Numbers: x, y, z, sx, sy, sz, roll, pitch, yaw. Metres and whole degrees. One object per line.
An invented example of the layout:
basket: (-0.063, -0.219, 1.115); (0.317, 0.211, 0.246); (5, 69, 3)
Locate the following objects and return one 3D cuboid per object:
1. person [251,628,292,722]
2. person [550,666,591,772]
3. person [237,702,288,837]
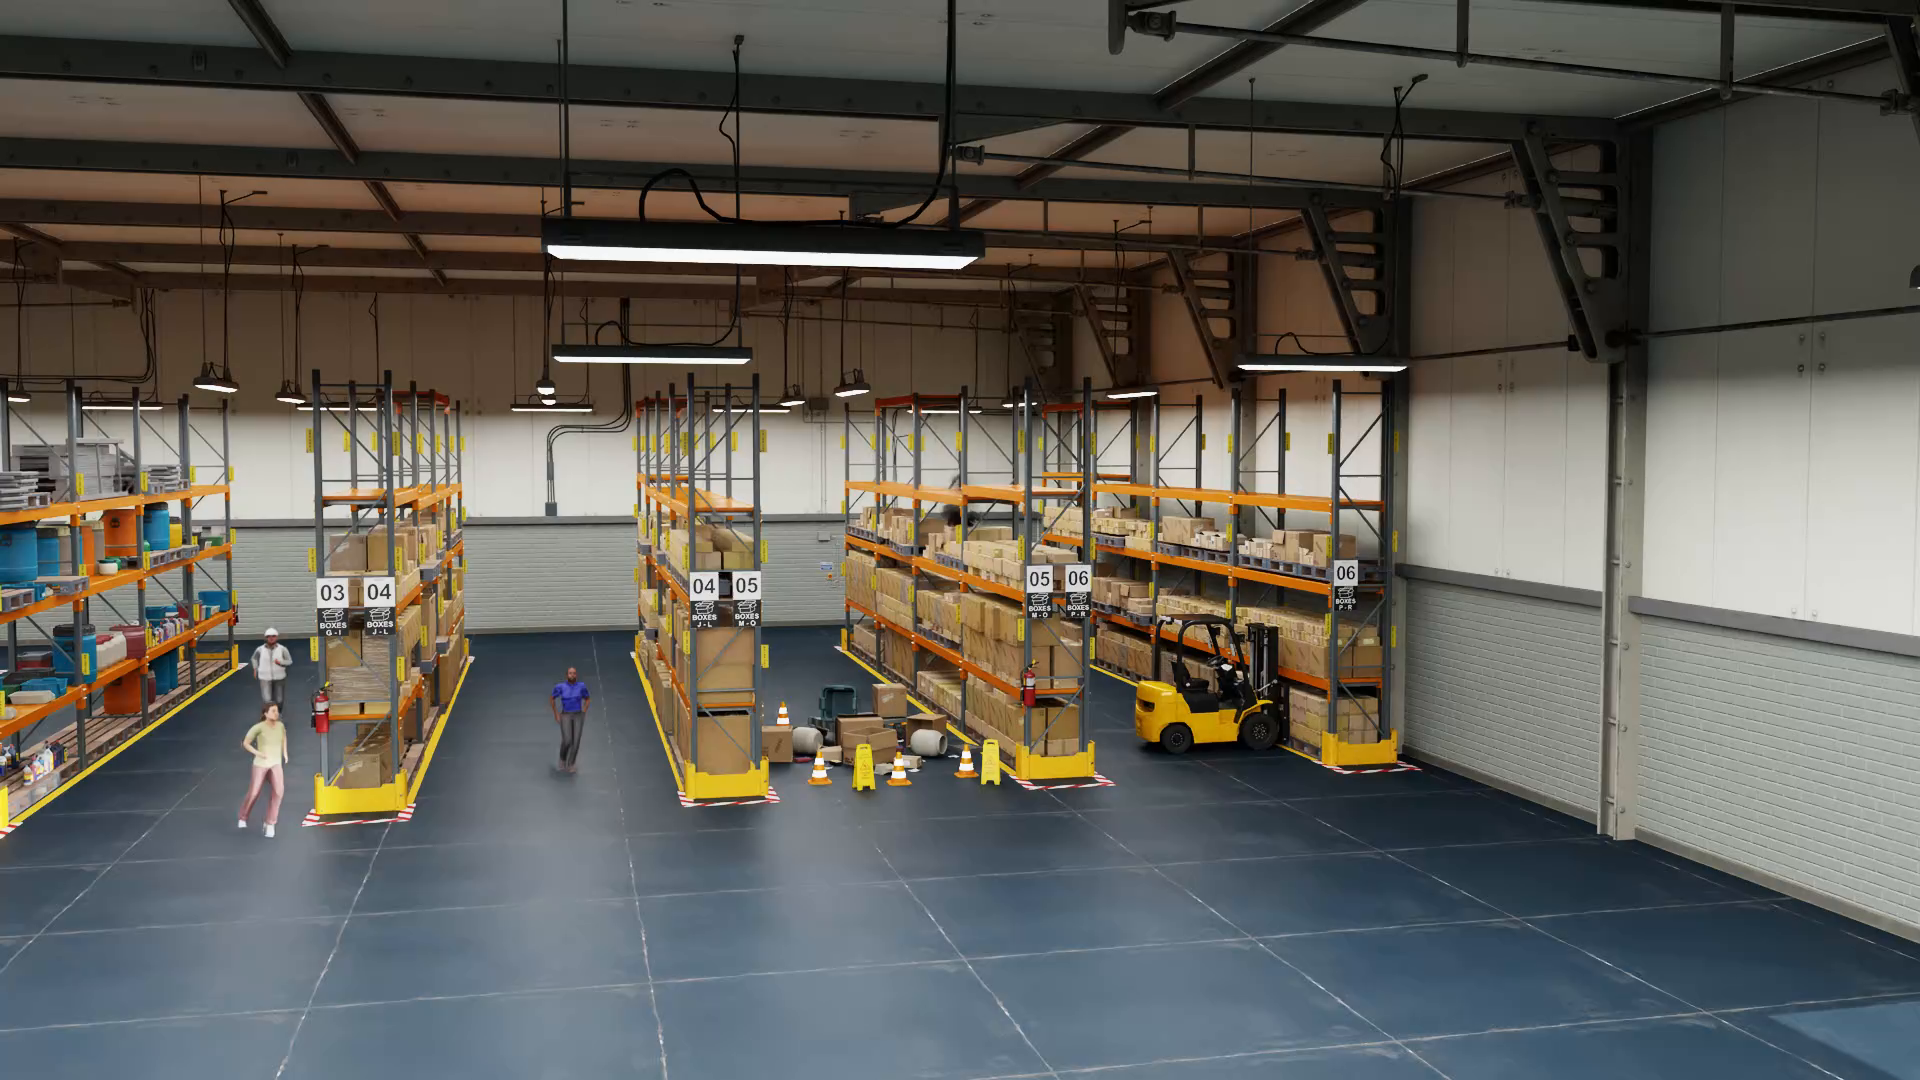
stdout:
person: (-11.989, 2.416, 28.989); (0.653, 1.760, 0.968); (-2, 4, -25)
person: (-5.888, 2.728, 25.262); (0.585, 1.626, 0.582); (-2, 4, -26)
person: (-8.952, 2.939, 21.500); (0.761, 1.688, 0.647); (3, 5, 45)
